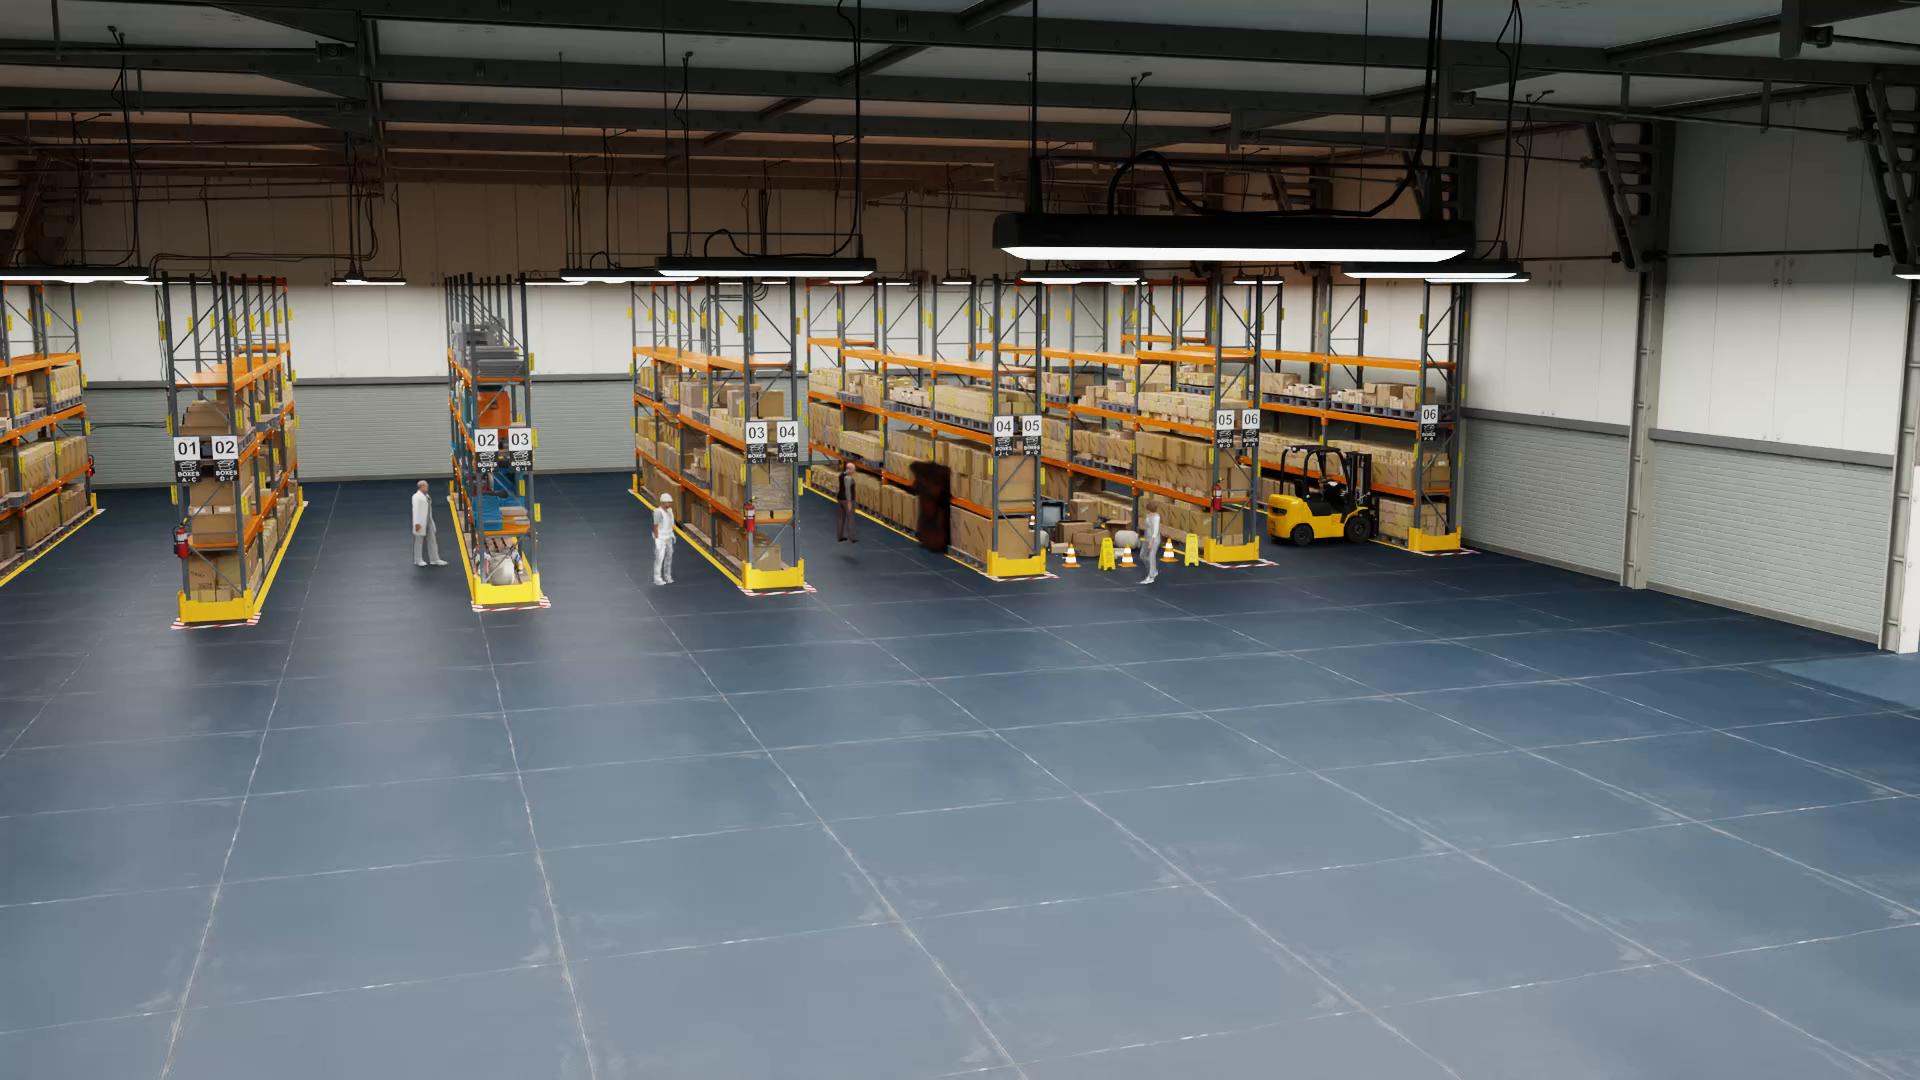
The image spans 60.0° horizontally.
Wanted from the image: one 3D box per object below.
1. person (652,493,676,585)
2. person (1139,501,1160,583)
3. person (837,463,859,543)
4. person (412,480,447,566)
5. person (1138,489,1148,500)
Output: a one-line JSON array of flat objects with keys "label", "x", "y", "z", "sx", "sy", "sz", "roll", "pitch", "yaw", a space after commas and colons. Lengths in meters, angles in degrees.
[{"label": "person", "x": -5.746, "y": -0.058, "z": 32.362, "sx": 0.431, "sy": 1.719, "sz": 0.588, "roll": 4, "pitch": 9, "yaw": 24}, {"label": "person", "x": 3.709, "y": 0.049, "z": 32.514, "sx": 0.425, "sy": 1.607, "sz": 0.476, "roll": -5, "pitch": 10, "yaw": -28}, {"label": "person", "x": -2.415, "y": -0.807, "z": 35.722, "sx": 0.429, "sy": 1.709, "sz": 0.551, "roll": -6, "pitch": 11, "yaw": -37}, {"label": "person", "x": -11.076, "y": -0.342, "z": 34.468, "sx": 0.663, "sy": 1.779, "sz": 0.619, "roll": 4, "pitch": 10, "yaw": 27}, {"label": "person", "x": 4.996, "y": -1.956, "z": 45.126, "sx": 0.379, "sy": 1.767, "sz": 0.613, "roll": -2, "pitch": 9, "yaw": -14}]
